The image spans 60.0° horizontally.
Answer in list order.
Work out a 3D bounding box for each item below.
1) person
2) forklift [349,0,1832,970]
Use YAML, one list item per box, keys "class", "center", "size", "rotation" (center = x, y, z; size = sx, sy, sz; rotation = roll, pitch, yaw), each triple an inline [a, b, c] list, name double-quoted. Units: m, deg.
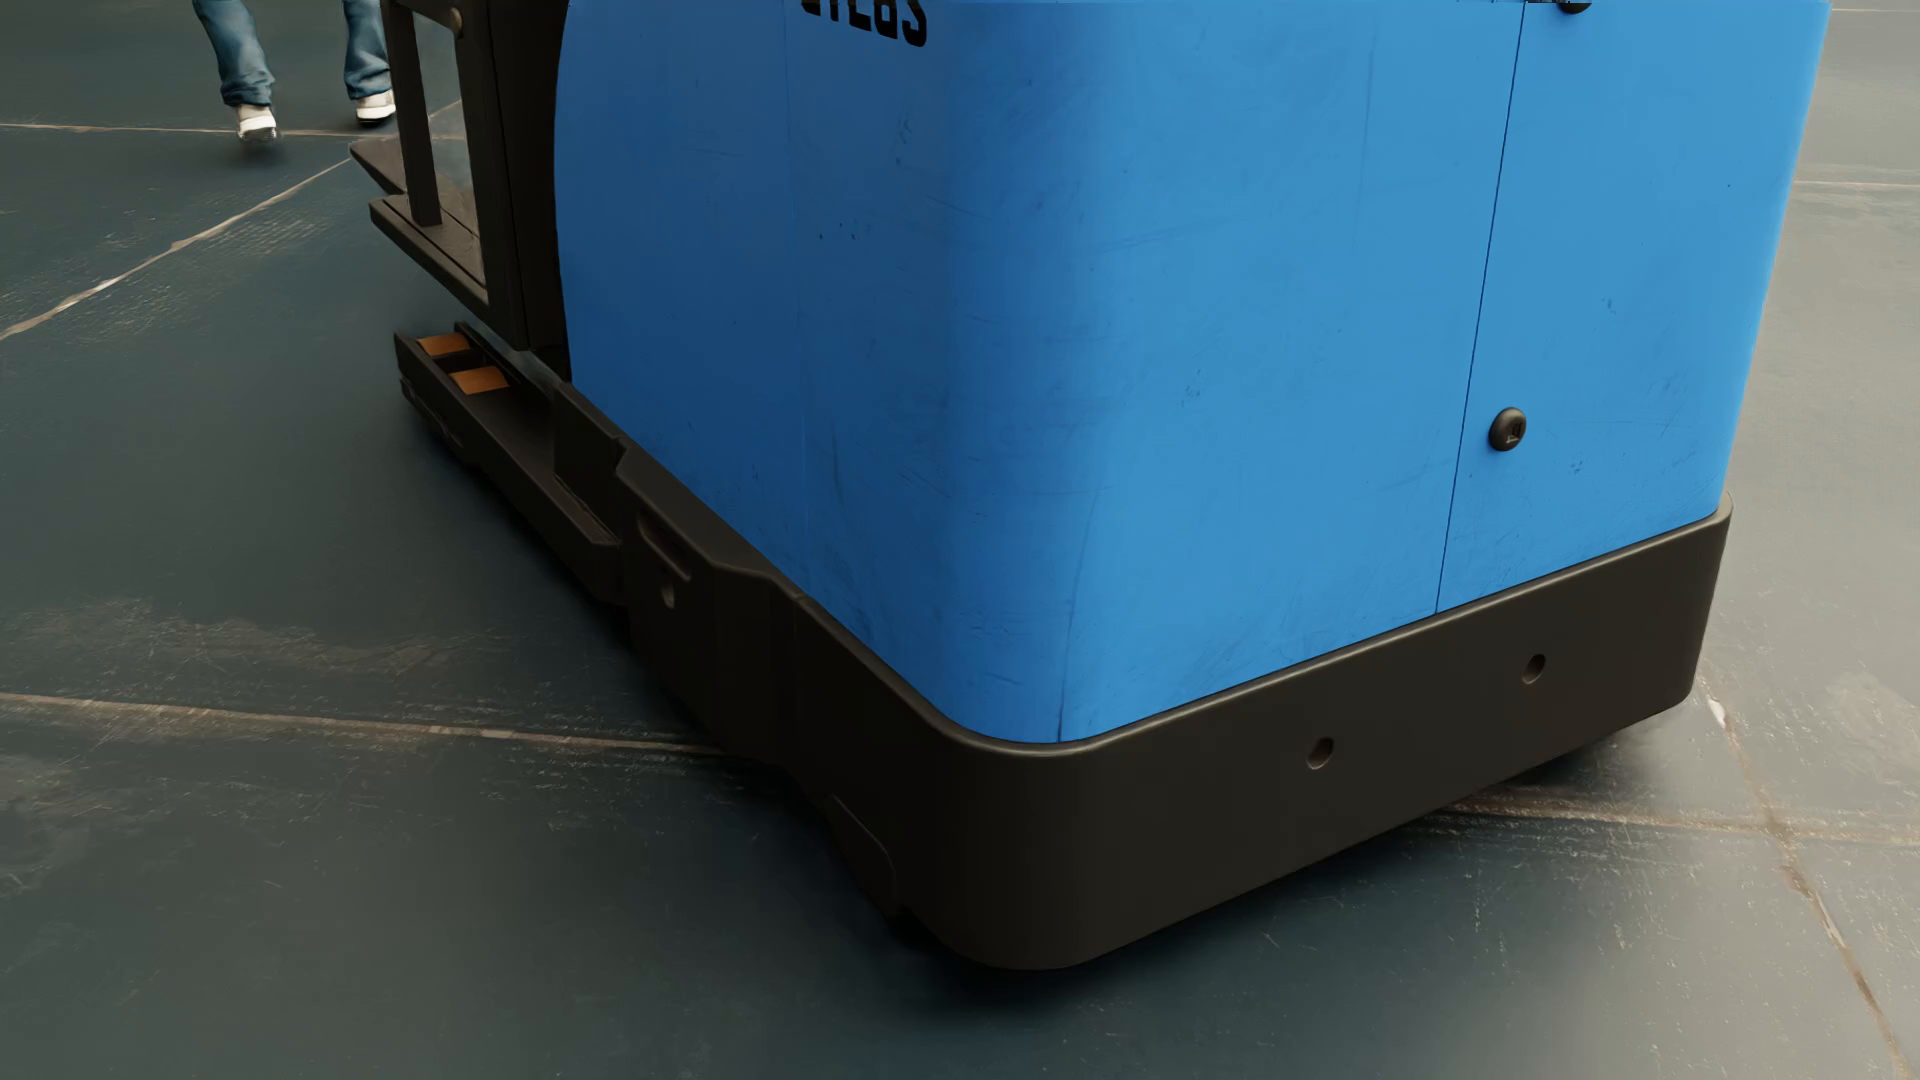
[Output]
- class: "person"
  center: [-1.841, -1.906, 4.694]
  size: [0.777, 1.435, 0.778]
  rotation: [-16, 31, -29]
- class: "forklift"
  center: [-0.318, -1.528, 2.280]
  size: [1.130, 2.935, 3.031]
  rotation: [-15, 30, -28]
